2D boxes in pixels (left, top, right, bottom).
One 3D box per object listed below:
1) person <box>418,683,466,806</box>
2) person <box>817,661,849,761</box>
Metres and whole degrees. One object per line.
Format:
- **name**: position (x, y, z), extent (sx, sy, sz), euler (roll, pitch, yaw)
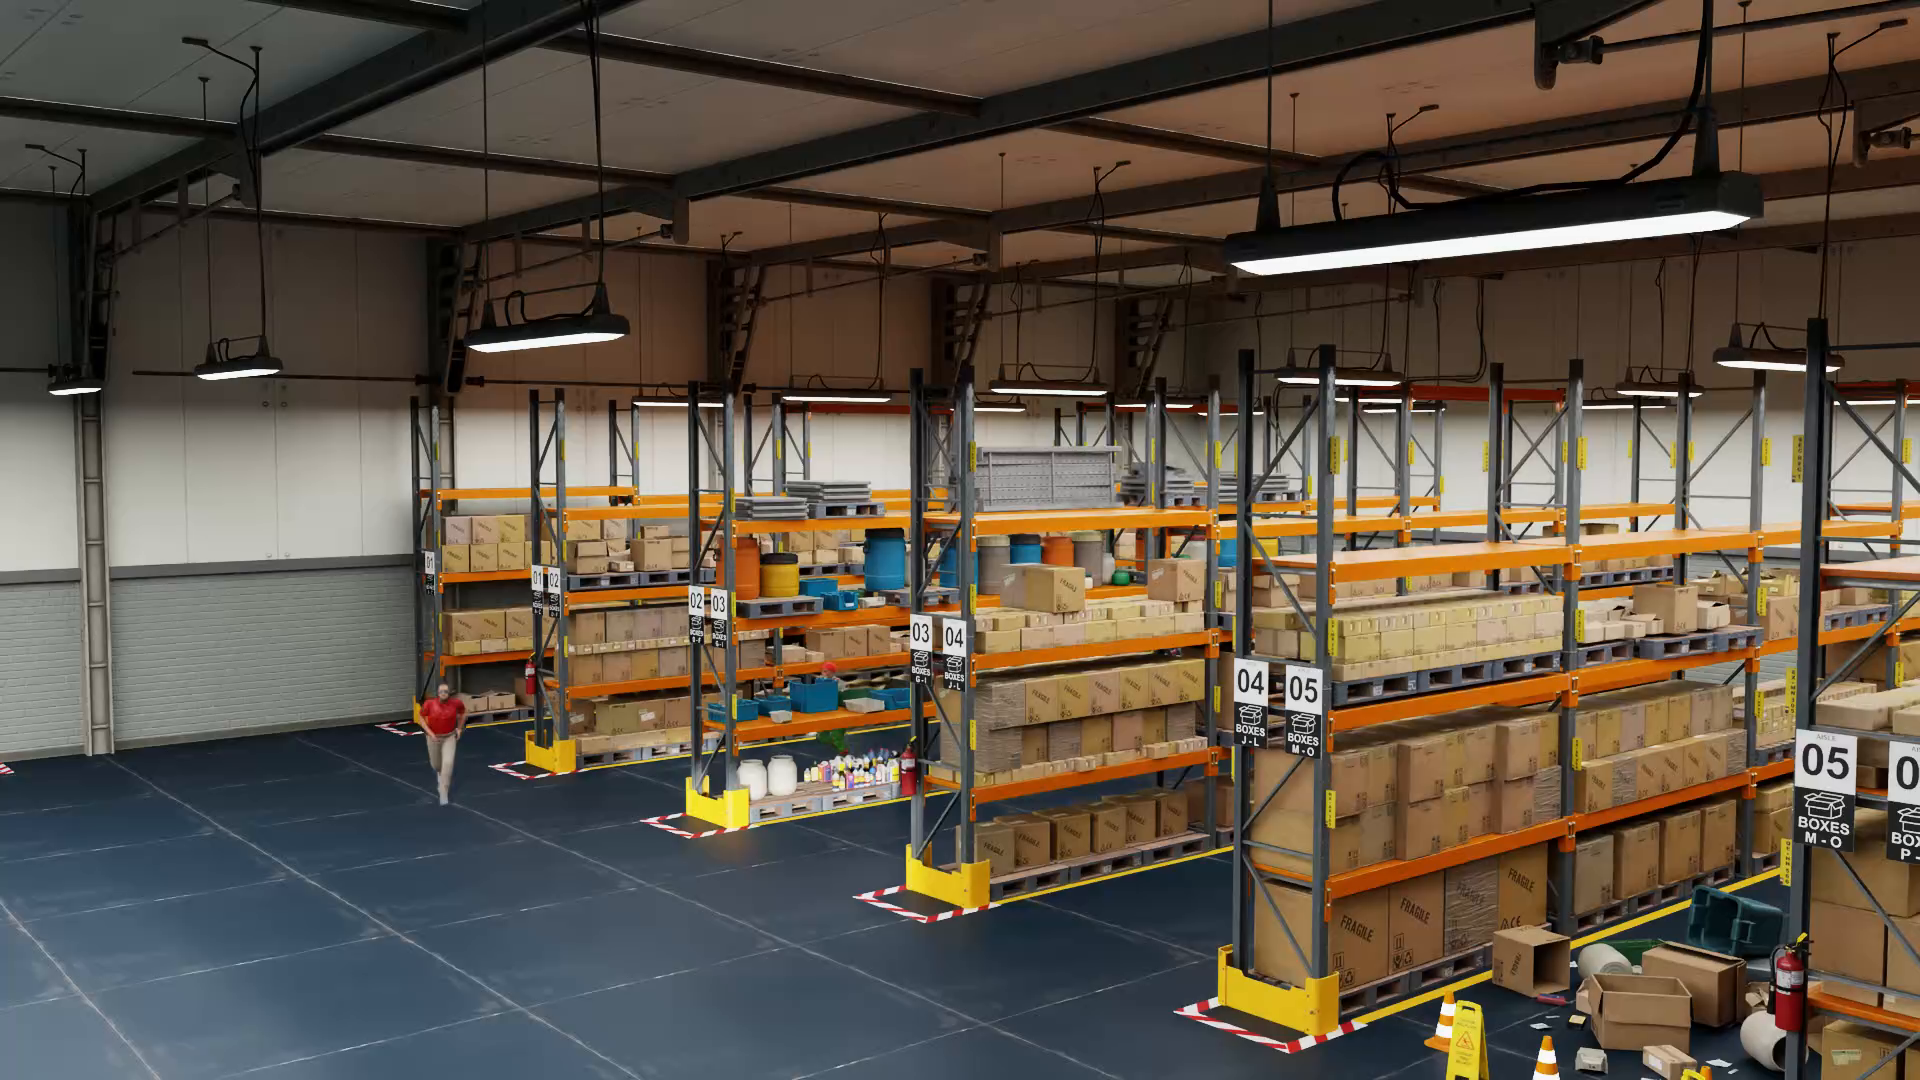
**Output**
- **person**: position (-7.500, 2.912, 24.114), extent (0.662, 1.733, 1.076), euler (-1, 3, -16)
- **person**: position (-1.987, 2.752, 26.099), extent (0.674, 1.716, 0.626), euler (-3, 4, -37)
